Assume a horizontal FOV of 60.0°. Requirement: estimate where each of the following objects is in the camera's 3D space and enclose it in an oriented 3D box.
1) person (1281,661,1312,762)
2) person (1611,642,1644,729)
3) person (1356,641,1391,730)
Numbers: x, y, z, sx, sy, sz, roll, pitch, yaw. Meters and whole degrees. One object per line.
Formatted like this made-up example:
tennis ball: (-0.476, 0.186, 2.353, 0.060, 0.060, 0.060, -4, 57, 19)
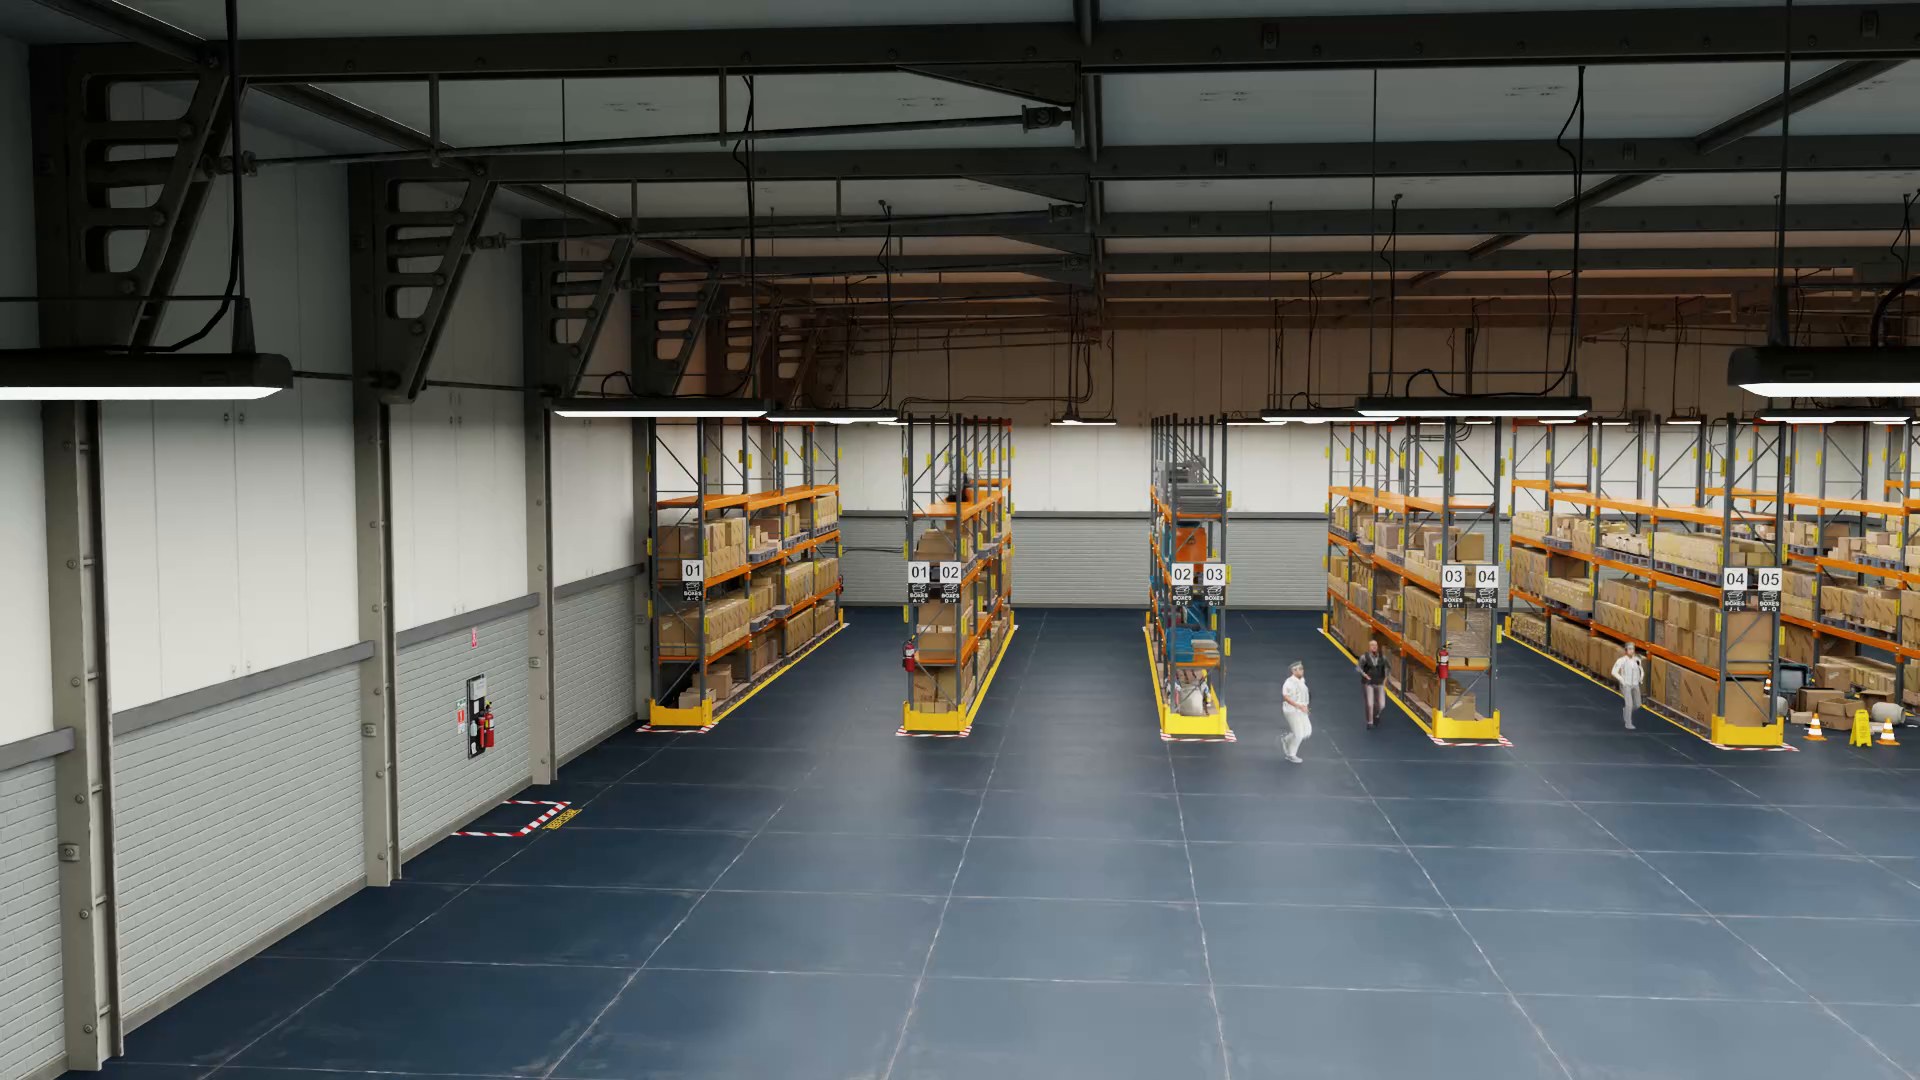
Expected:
person: (5.786, 2.934, 28.589, 0.578, 1.742, 0.677, 3, 5, 39)
person: (12.763, 2.759, 31.761, 0.615, 1.647, 0.588, 0, 4, -2)
person: (7.851, 2.756, 31.527, 0.666, 1.699, 0.572, 0, 4, 4)
